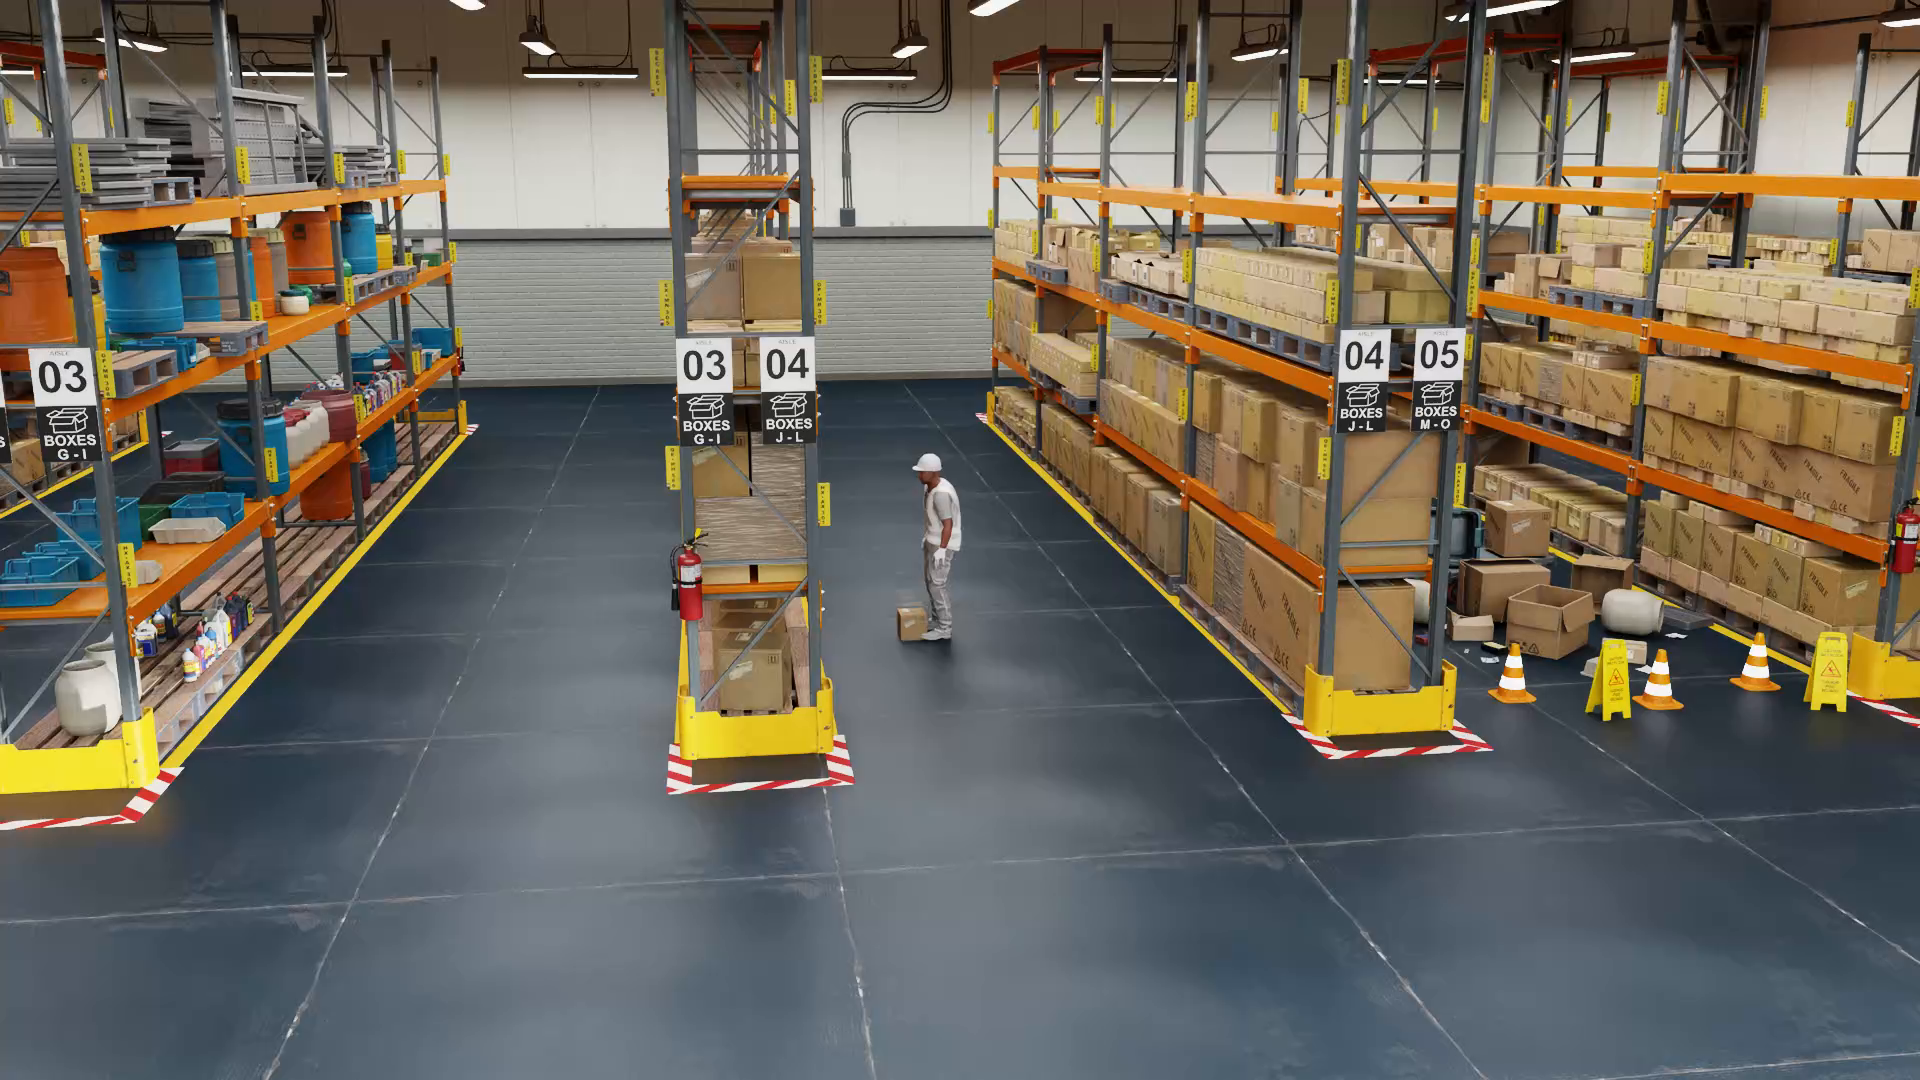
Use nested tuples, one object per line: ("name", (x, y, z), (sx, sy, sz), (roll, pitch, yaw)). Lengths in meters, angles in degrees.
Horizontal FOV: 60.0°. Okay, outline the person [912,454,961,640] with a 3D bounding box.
("person", (-0.227, 0.054, 15.729), (0.452, 1.773, 0.625), (-3, 13, -12))
